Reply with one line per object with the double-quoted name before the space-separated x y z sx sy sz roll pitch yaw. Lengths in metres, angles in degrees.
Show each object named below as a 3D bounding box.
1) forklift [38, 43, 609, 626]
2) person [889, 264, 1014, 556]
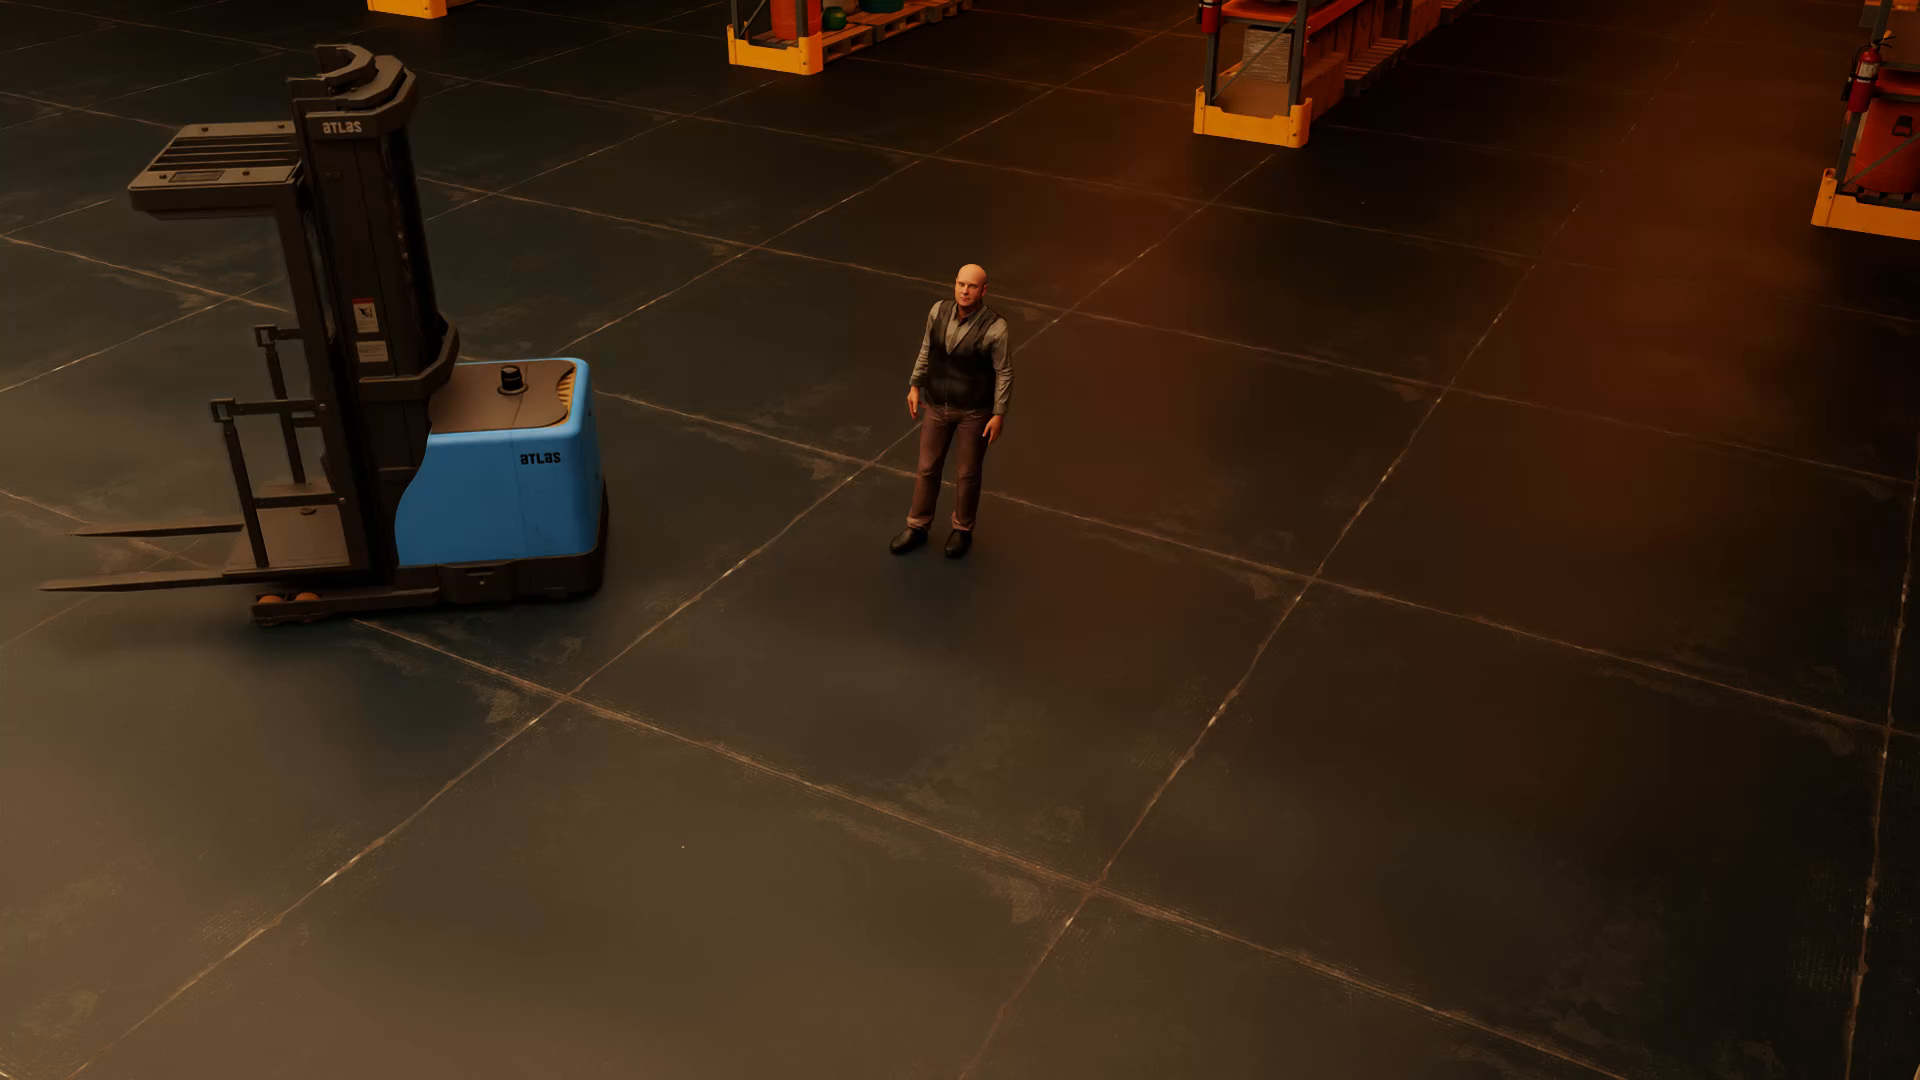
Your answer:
"forklift" -3.592 -1.078 8.938 3.031 2.935 1.130 -4 30 -7
"person" -0.037 -0.727 9.525 0.632 1.720 0.568 15 33 25
